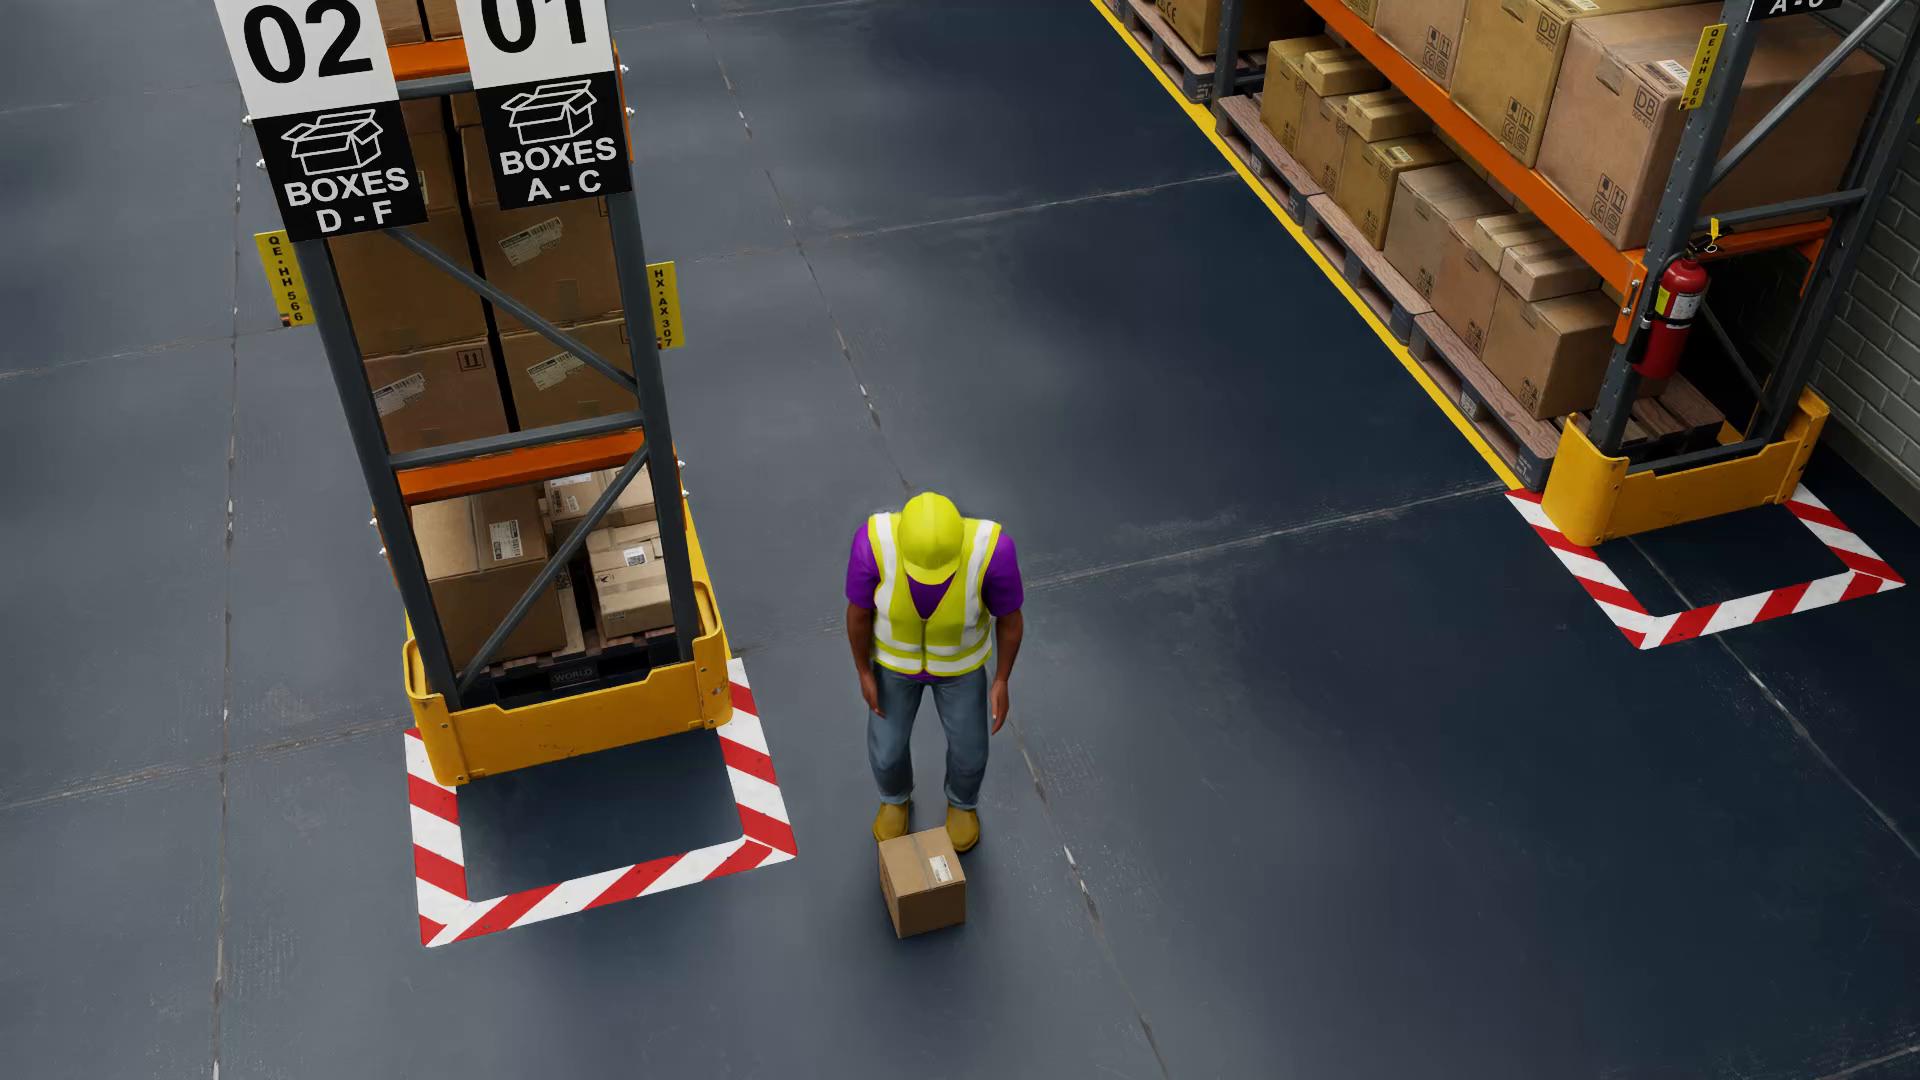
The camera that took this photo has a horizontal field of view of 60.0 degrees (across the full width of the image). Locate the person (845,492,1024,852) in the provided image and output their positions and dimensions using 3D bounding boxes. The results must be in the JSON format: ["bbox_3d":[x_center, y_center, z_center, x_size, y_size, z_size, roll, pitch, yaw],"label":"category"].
[{"bbox_3d":[-0.086,0.439,5.712,0.599,1.693,0.491,3,42,4],"label":"person"}]
